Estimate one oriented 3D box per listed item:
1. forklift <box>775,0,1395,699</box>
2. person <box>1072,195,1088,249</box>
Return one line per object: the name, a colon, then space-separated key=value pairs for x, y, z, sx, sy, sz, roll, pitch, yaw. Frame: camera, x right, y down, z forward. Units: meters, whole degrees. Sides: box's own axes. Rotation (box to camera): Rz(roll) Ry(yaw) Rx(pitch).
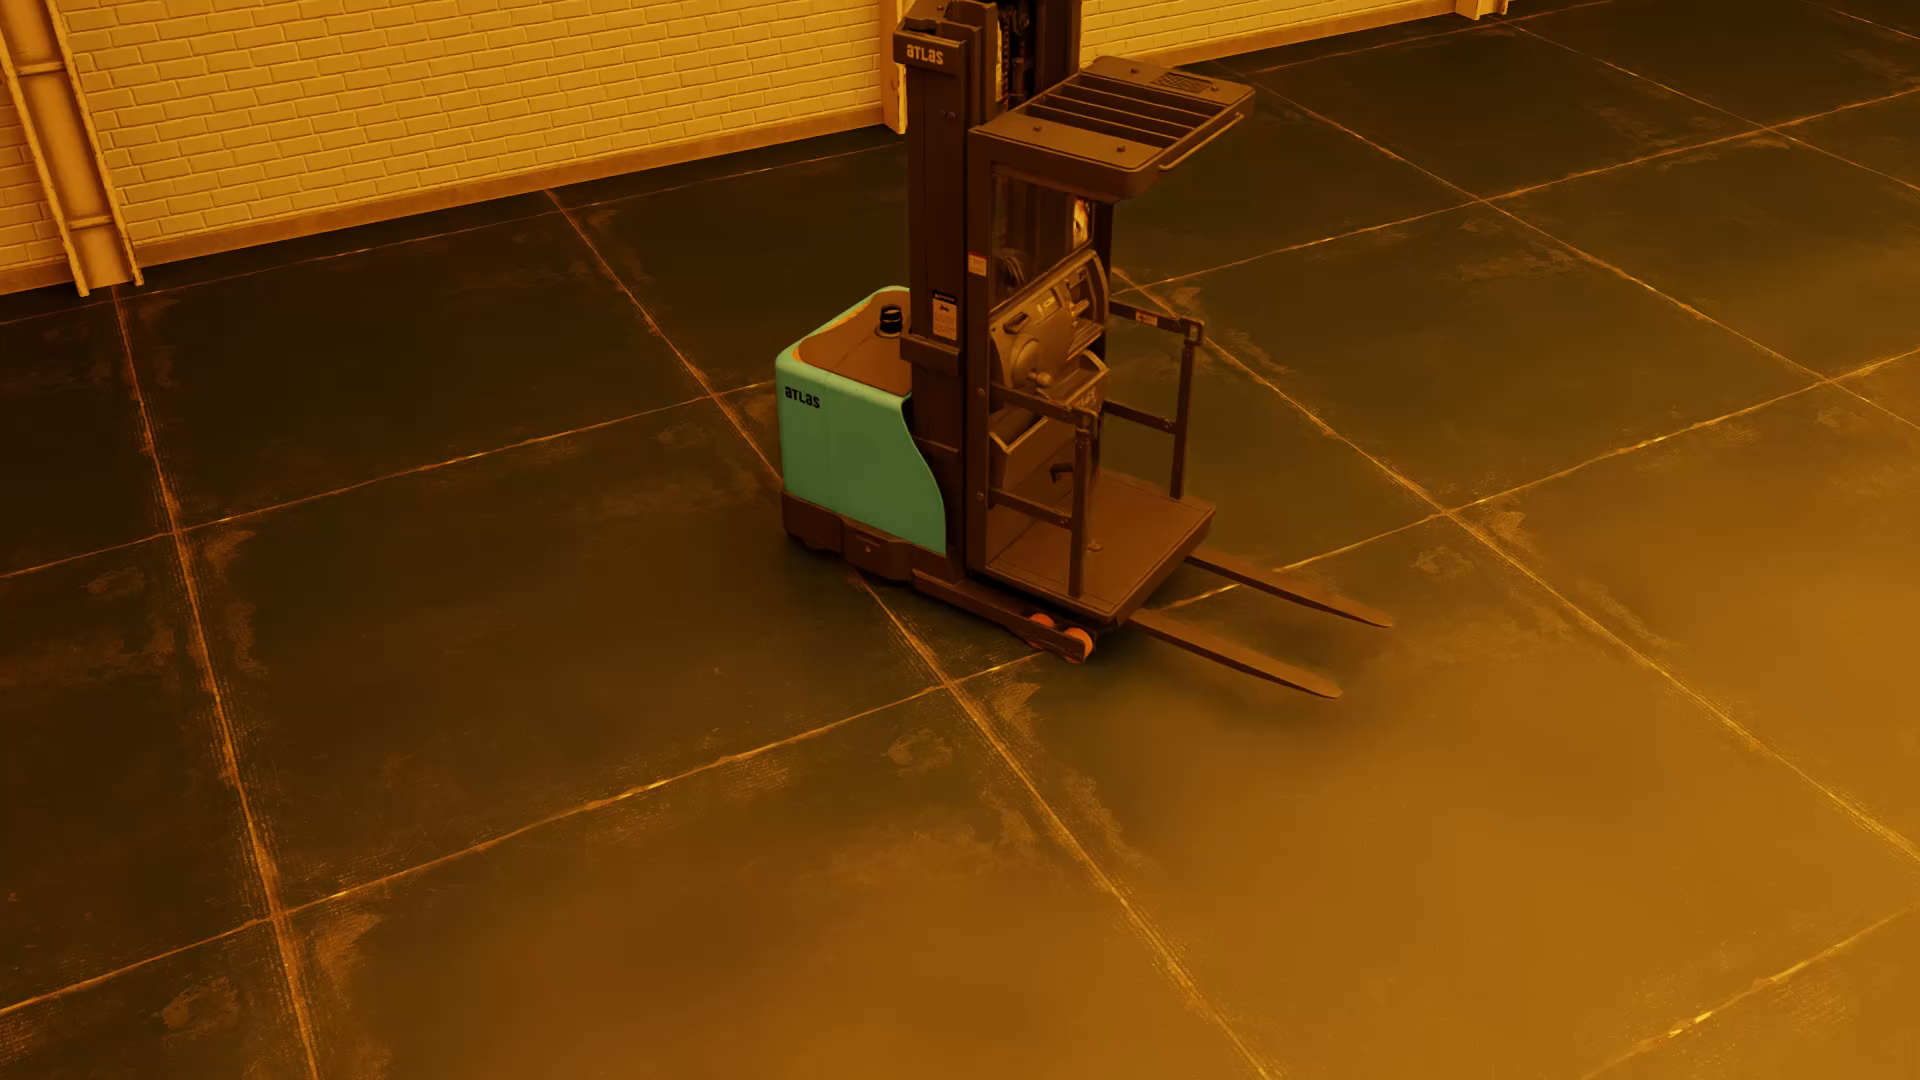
forklift: x=0.589 y=-0.967 z=7.492 sx=3.031 sy=2.935 sz=1.130 roll=21 pitch=40 yaw=27
person: x=0.581 y=-1.371 z=9.259 sx=0.390 sy=1.569 sz=0.727 roll=7 pitch=36 yaw=10
